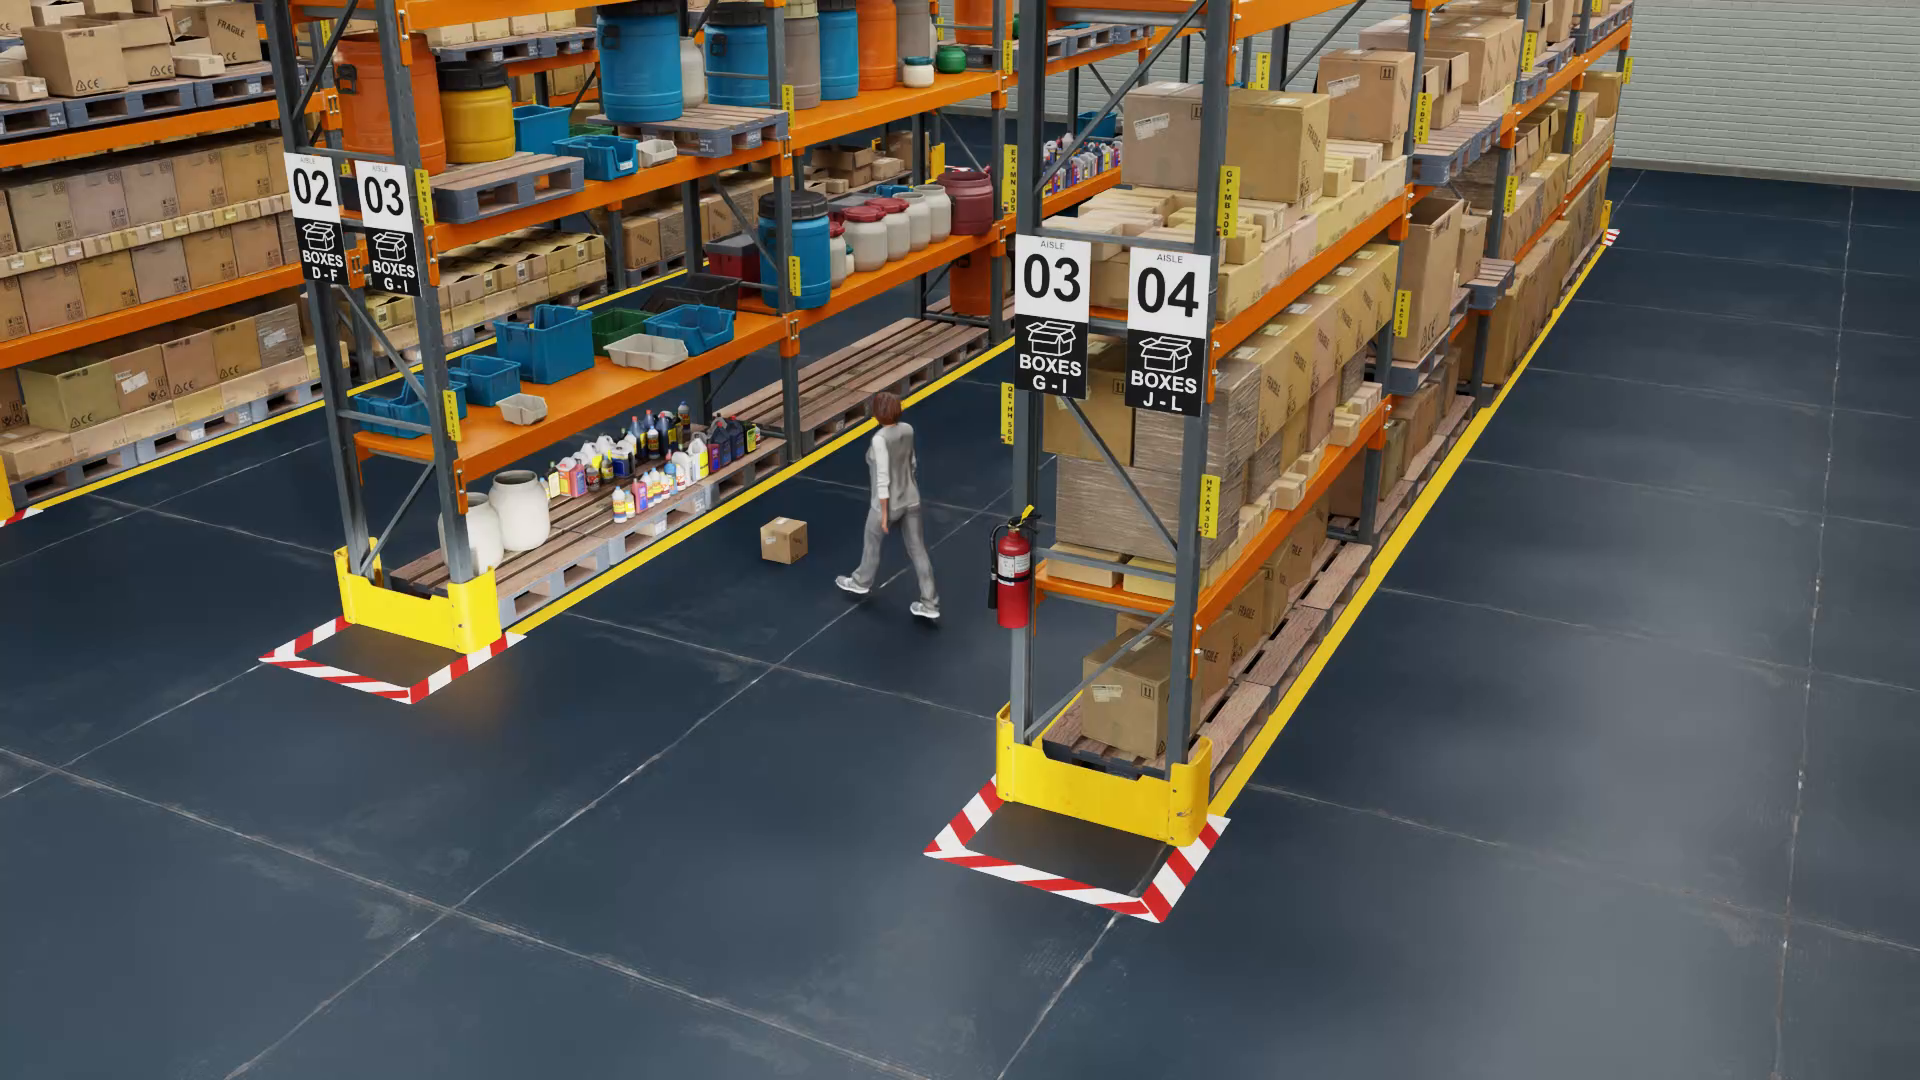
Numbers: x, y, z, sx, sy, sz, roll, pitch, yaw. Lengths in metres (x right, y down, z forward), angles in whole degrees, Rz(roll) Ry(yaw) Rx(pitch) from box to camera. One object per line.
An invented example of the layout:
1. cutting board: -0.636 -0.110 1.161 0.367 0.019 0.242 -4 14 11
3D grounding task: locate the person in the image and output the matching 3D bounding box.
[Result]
1. person: -0.466 -0.276 11.362 0.443 1.530 0.950 -20 30 -39
